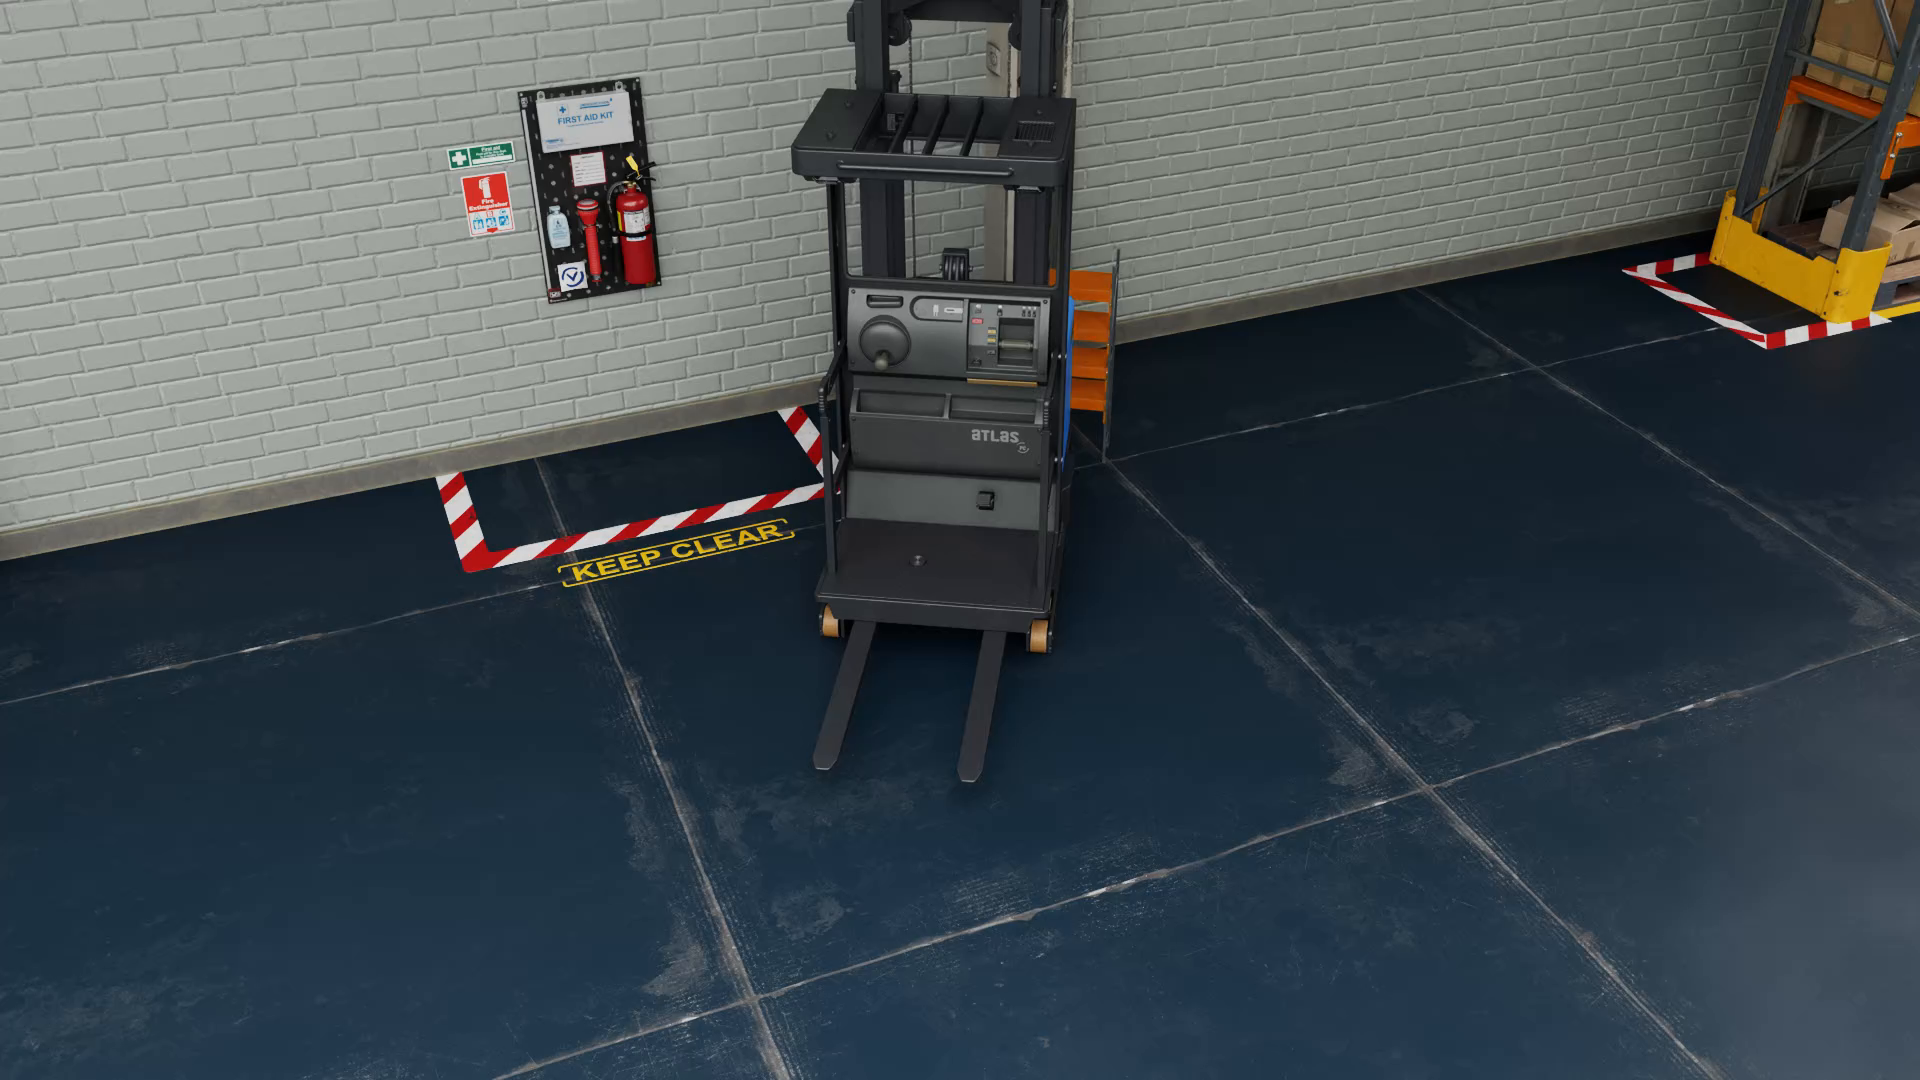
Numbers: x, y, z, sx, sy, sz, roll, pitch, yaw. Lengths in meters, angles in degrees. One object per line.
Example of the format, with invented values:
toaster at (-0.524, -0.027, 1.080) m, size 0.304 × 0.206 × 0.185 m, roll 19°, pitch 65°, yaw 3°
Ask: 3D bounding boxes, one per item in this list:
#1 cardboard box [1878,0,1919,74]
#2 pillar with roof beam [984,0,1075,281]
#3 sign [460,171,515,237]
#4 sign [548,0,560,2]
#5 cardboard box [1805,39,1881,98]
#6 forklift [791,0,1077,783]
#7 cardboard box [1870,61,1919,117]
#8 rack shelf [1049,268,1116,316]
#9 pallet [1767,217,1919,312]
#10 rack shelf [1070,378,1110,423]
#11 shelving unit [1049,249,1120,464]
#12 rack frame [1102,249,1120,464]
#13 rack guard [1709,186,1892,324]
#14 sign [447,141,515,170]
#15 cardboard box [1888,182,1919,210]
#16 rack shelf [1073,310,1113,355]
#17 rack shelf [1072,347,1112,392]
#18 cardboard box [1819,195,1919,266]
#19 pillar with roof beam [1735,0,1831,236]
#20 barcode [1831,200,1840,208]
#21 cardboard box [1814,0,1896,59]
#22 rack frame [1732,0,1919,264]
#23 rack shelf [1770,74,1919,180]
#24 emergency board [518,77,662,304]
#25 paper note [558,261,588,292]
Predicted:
cardboard box at (6.166, -3.194, 10.340) m, size 0.500 × 0.500 × 0.500 m, roll -13°, pitch 35°, yaw -19°
pillar with roof beam at (2.054, -2.650, 4.572) m, size 0.400 × 9.000 × 9.100 m, roll -13°, pitch 35°, yaw -19°
sign at (-2.455, -1.748, 8.653) m, size 0.234 × 0.329 × 0.001 m, roll -13°, pitch 35°, yaw -19°
sign at (-1.952, -2.818, 8.205) m, size 0.199 × 0.298 × 0.001 m, roll -13°, pitch 35°, yaw -19°
cardboard box at (5.965, -3.126, 10.923) m, size 0.500 × 0.250 × 0.500 m, roll -12°, pitch 35°, yaw -18°
forklift at (-0.079, -0.892, 7.433) m, size 1.130 × 2.935 × 3.031 m, roll 4°, pitch 33°, yaw 6°
cardboard box at (6.182, -2.873, 10.534) m, size 0.500 × 0.250 × 0.500 m, roll -14°, pitch 36°, yaw -20°
rack shelf at (0.594, -1.355, 9.012) m, size 0.480 × 0.148 × 0.258 m, roll 6°, pitch 34°, yaw 9°
pallet at (6.442, -1.985, 11.608) m, size 1.213 × 0.211 × 1.003 m, roll -13°, pitch 35°, yaw -19°
rack shelf at (0.594, -0.803, 9.371) m, size 0.480 × 0.148 × 0.258 m, roll 6°, pitch 34°, yaw 9°
shelving unit at (0.594, -1.026, 9.226) m, size 0.503 × 1.200 × 0.258 m, roll 6°, pitch 34°, yaw 9°
rack frame at (0.833, -1.001, 9.188) m, size 0.015 × 1.200 × 0.240 m, roll 6°, pitch 34°, yaw 9°
rack guard at (5.679, -1.953, 11.292) m, size 0.348 × 0.500 × 1.175 m, roll -13°, pitch 35°, yaw -19°
sign at (-2.448, -1.966, 8.503) m, size 0.331 × 0.109 × 0.001 m, roll -13°, pitch 35°, yaw -19°
cardboard box at (6.808, -2.263, 11.539) m, size 0.500 × 0.311 × 0.500 m, roll -10°, pitch 34°, yaw -15°
rack shelf at (0.594, -1.157, 9.141) m, size 0.480 × 0.148 × 0.258 m, roll 6°, pitch 34°, yaw 9°
rack shelf at (0.594, -0.969, 9.263) m, size 0.480 × 0.148 × 0.258 m, roll 6°, pitch 34°, yaw 9°
cardboard box at (6.282, -2.142, 11.354) m, size 0.500 × 0.311 × 0.500 m, roll -17°, pitch 37°, yaw -24°
pillar with roof beam at (7.586, -3.917, 6.519) m, size 0.400 × 9.000 × 9.100 m, roll -13°, pitch 35°, yaw -19°
barcode at (6.144, -2.351, 11.667) m, size 0.075 × 0.075 × 0.001 m, roll -13°, pitch 35°, yaw -19°
cardboard box at (5.962, -3.450, 10.734) m, size 0.500 × 0.500 × 0.500 m, roll -13°, pitch 35°, yaw -19°
rack frame at (5.609, -2.984, 10.586) m, size 0.127 × 3.000 × 1.000 m, roll -13°, pitch 35°, yaw -19°
rack shelf at (7.453, -3.105, 11.431) m, size 4.000 × 0.370 × 1.077 m, roll -13°, pitch 35°, yaw -19°
emergency board at (-1.906, -1.798, 8.762) m, size 0.643 × 1.169 × 0.194 m, roll -13°, pitch 35°, yaw -19°
paper note at (-2.096, -1.426, 8.999) m, size 0.142 × 0.148 × 0.016 m, roll -13°, pitch 35°, yaw -19°
